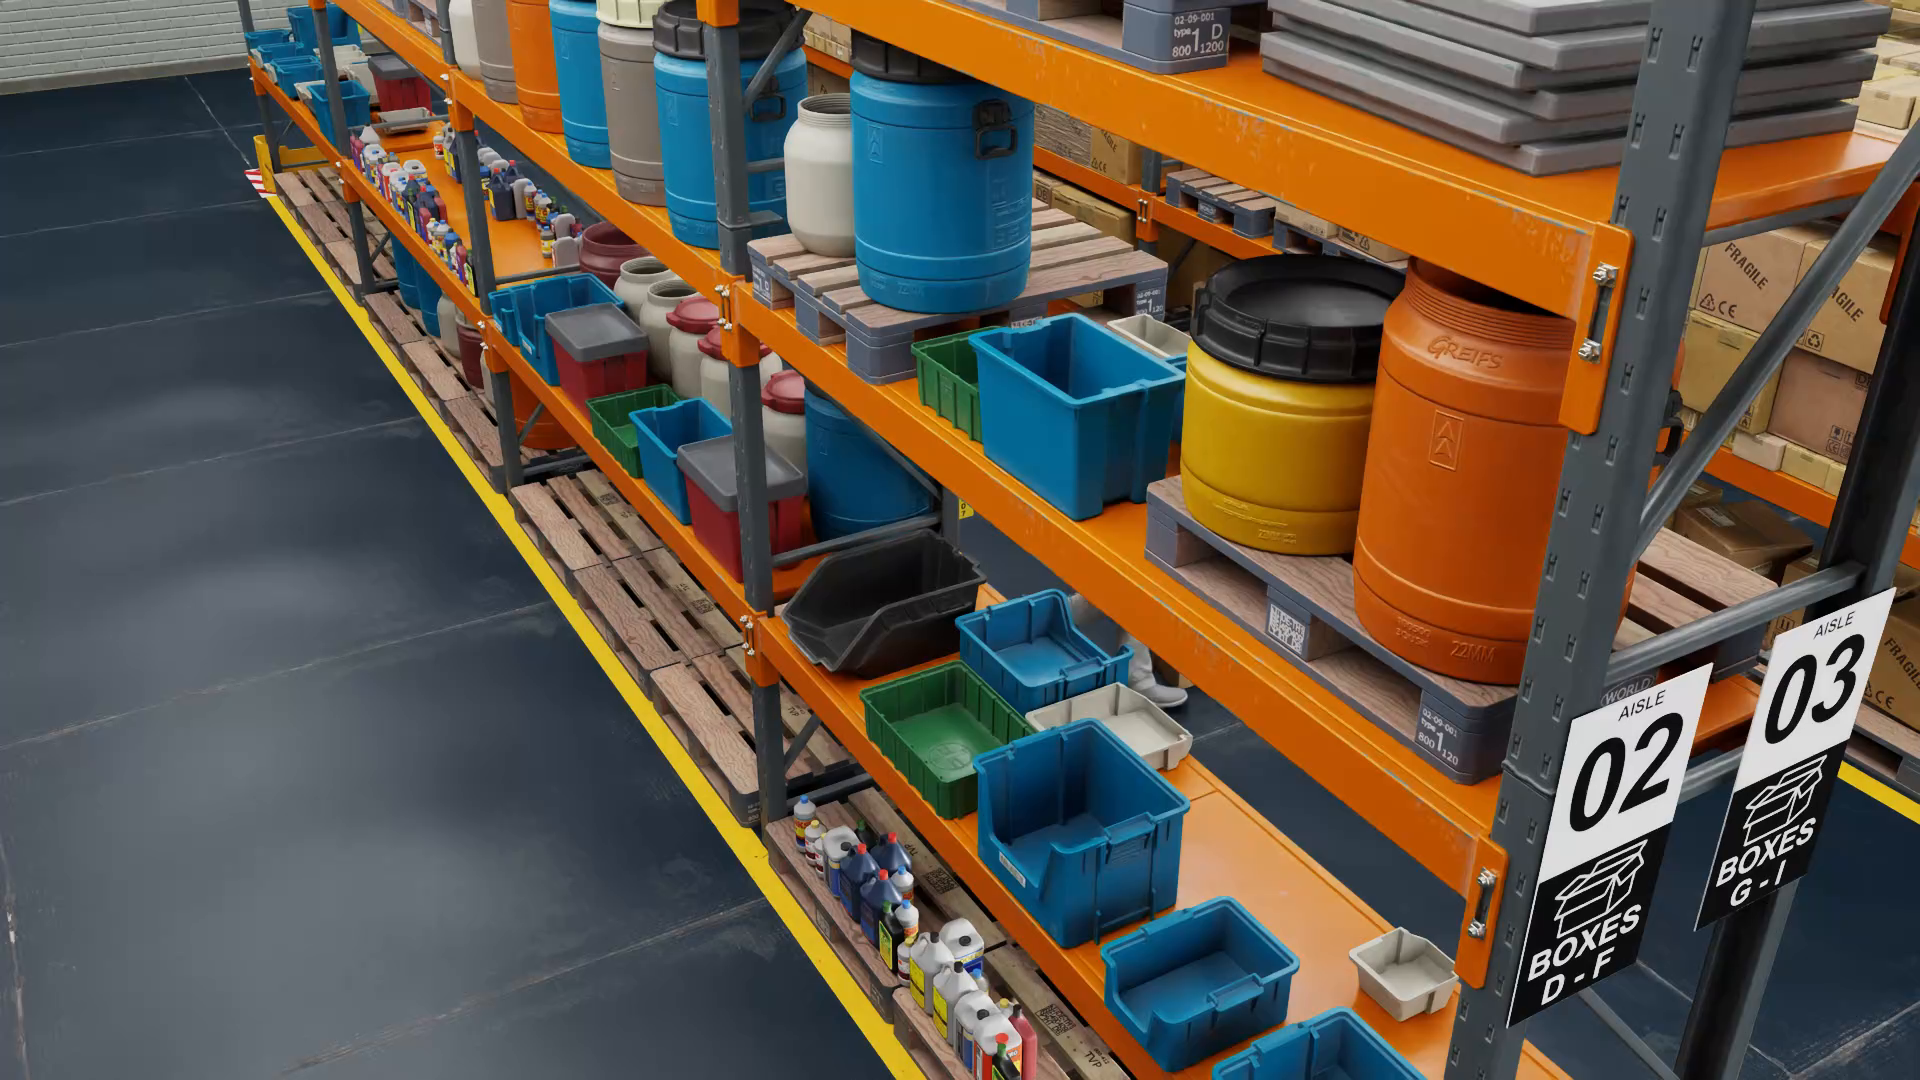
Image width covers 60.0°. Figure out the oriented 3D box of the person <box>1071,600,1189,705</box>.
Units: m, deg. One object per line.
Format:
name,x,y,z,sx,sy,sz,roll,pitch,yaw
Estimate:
person,0.831,0.045,8.473,0.754,1.729,0.577,-2,29,-3
